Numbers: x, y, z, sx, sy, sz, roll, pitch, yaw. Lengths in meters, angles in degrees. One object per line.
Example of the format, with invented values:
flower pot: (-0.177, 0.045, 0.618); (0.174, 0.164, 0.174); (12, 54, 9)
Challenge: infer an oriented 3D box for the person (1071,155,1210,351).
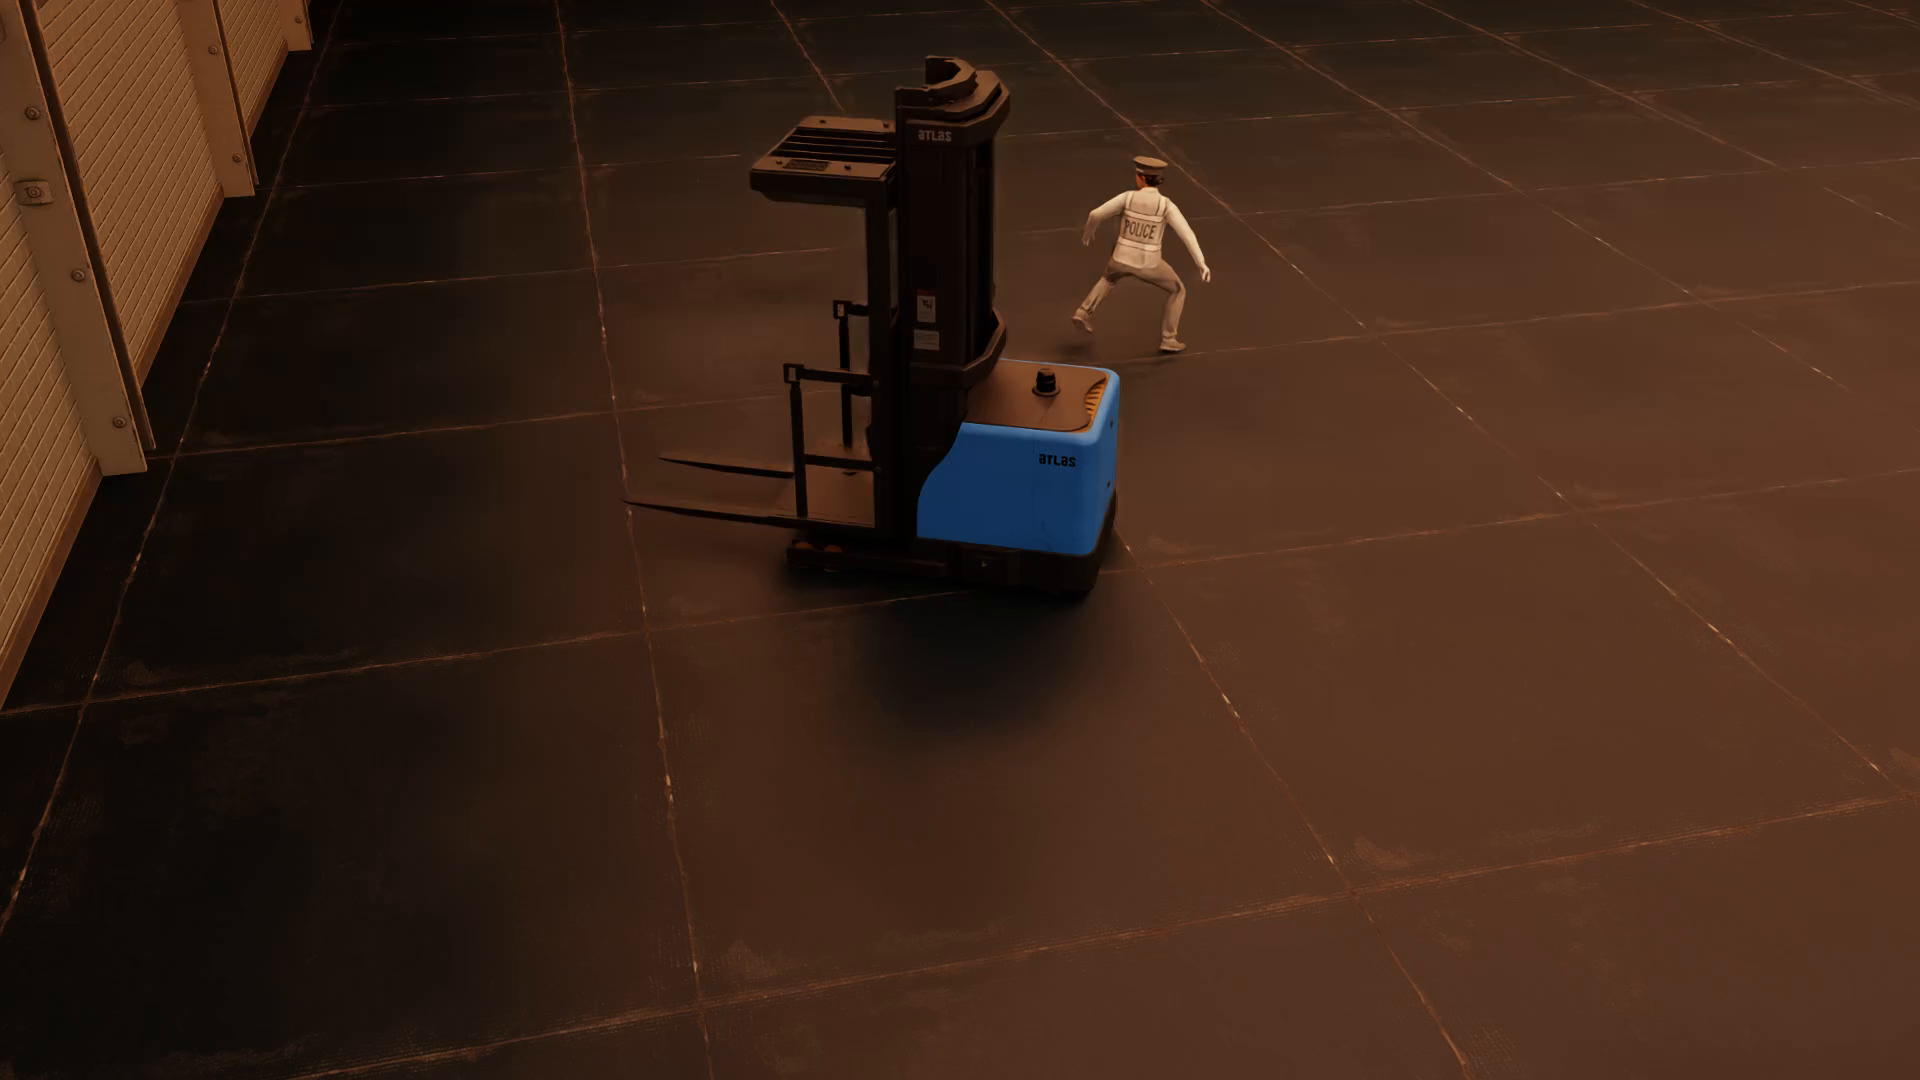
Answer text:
person: (1.423, -2.155, 12.771); (1.051, 1.538, 0.466); (12, 32, 20)

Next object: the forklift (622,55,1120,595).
forklift: (-0.584, -1.318, 9.851); (3.031, 2.935, 1.130); (7, 31, 11)
